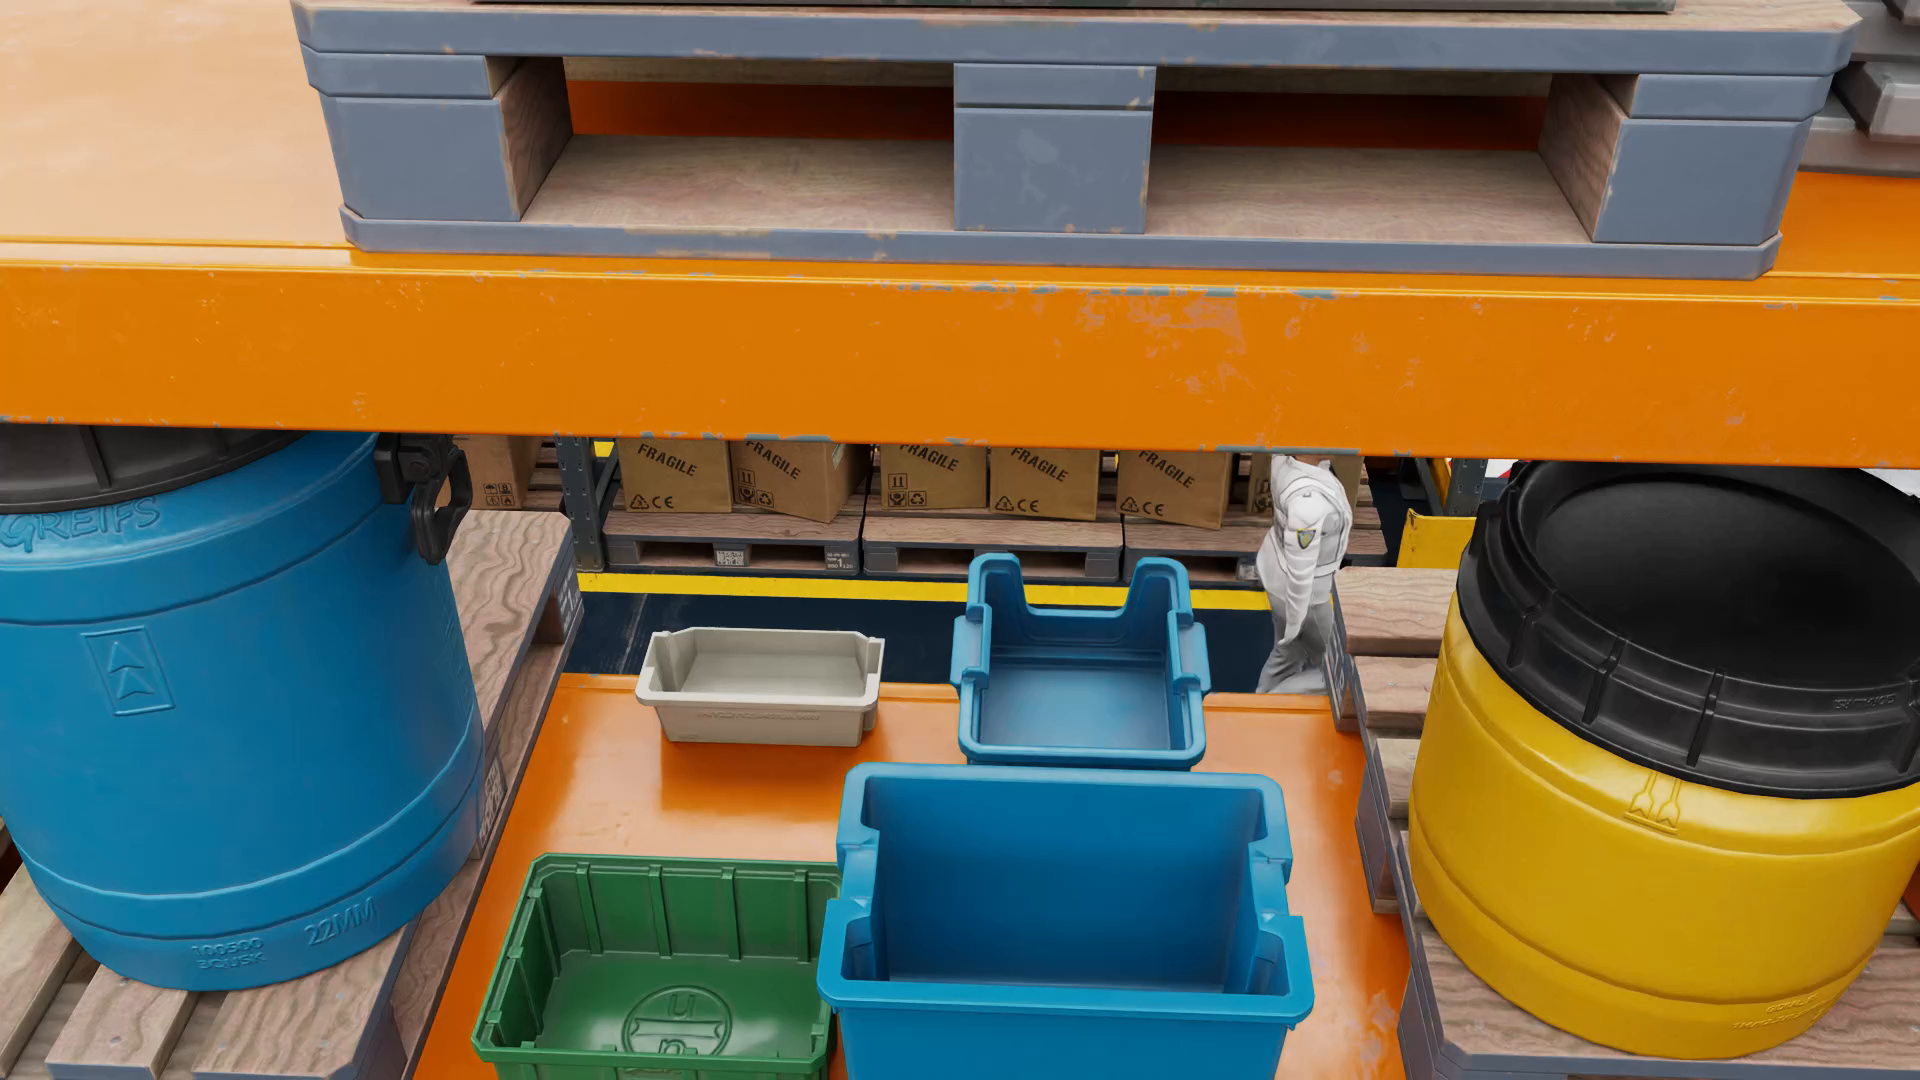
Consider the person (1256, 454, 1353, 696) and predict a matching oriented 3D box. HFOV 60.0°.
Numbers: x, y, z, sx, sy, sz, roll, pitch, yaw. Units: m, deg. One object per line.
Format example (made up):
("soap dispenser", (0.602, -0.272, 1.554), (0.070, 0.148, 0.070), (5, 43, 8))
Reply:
("person", (1.291, 0.171, 6.346), (0.448, 1.682, 0.486), (-2, 36, -3))
